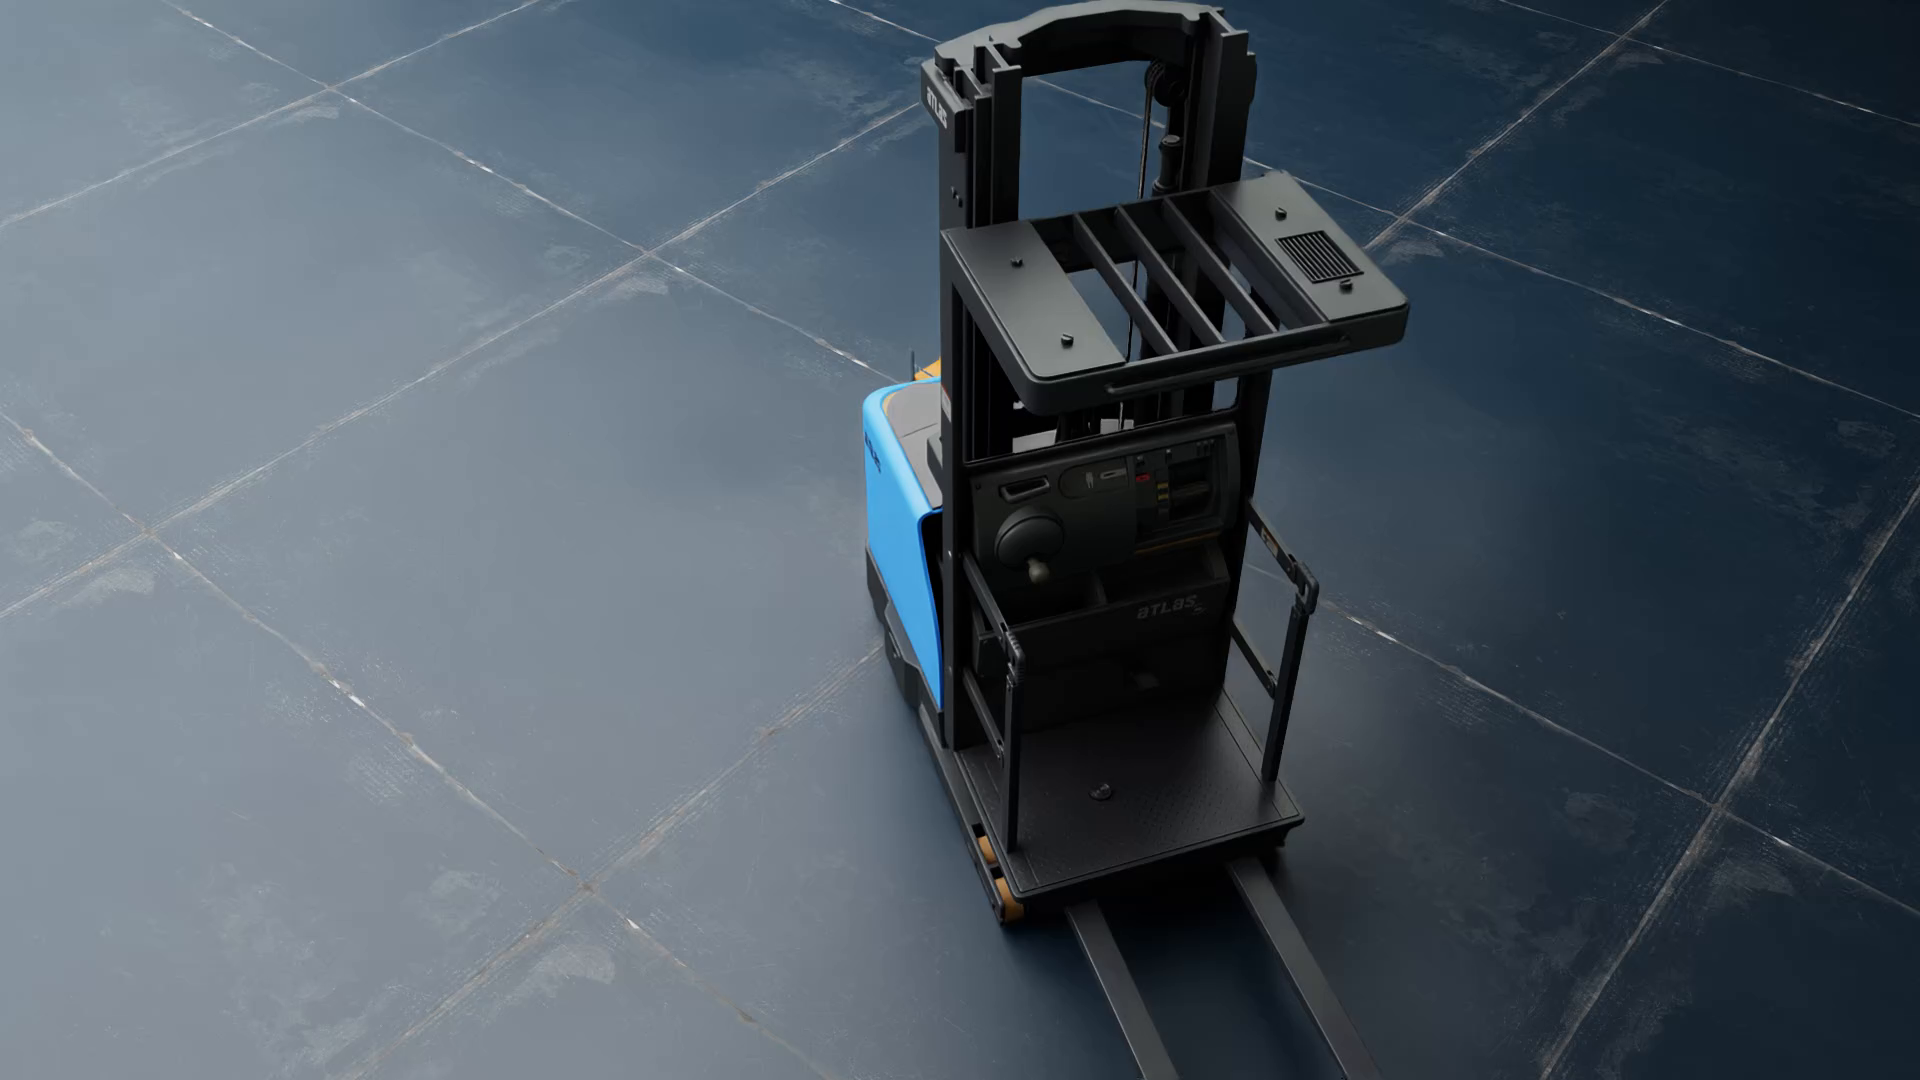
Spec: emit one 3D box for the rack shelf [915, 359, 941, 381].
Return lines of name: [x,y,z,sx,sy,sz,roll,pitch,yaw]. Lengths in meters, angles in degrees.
rack shelf: [-0.044,-0.598,6.904,0.215,0.259,0.240,33,51,31]

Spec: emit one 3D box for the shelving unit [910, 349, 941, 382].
shelving unit: [-0.044,-0.396,7.088,0.215,1.050,0.252,33,51,31]

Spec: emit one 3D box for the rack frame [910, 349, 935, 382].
rack frame: [-0.128,-0.337,7.022,0.200,1.050,0.008,33,51,31]

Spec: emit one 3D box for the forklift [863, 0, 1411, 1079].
forklift: [0.554,-0.035,5.292,1.130,2.935,3.031,-13,44,-14]
